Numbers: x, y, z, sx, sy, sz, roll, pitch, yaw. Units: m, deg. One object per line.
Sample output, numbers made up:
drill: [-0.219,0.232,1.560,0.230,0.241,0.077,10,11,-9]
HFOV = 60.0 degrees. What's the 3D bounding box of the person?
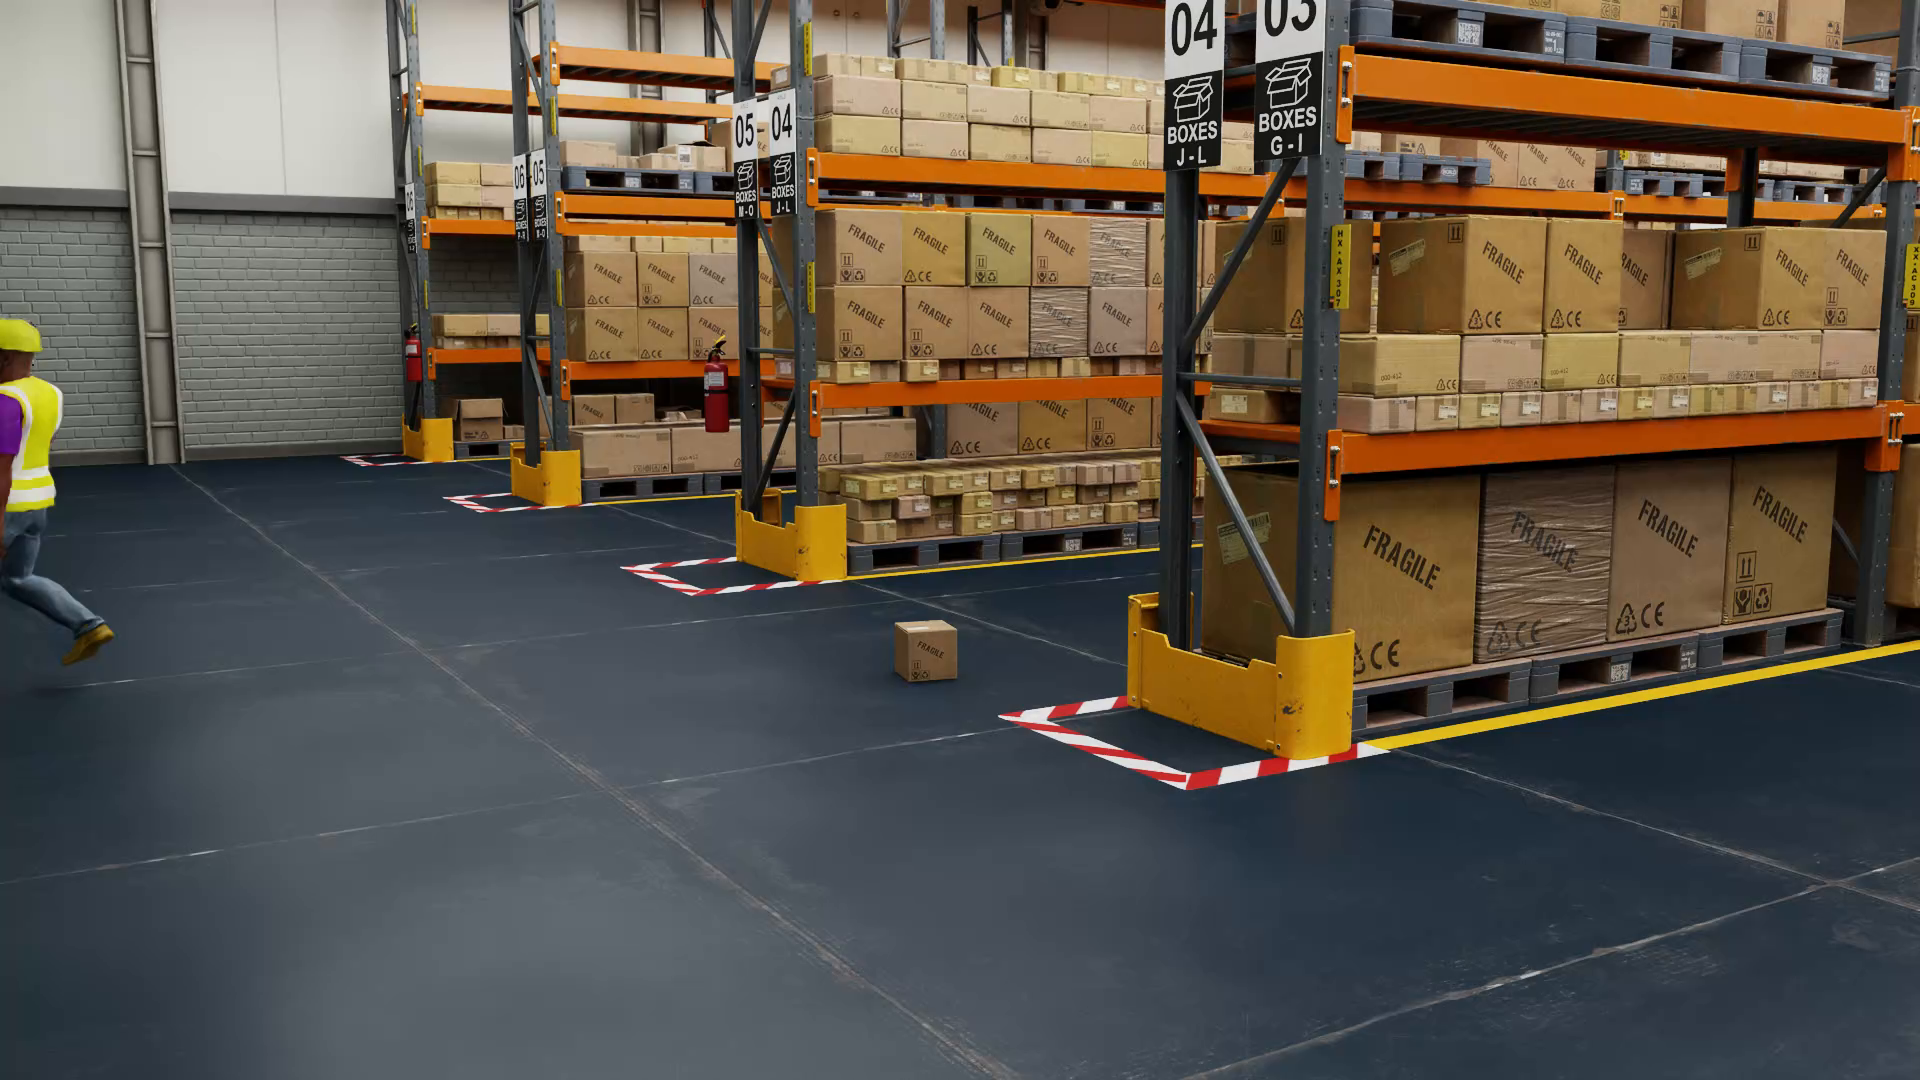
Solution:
person: [-4.481,-0.157,7.779,0.806,1.743,0.585,0,8,-1]
